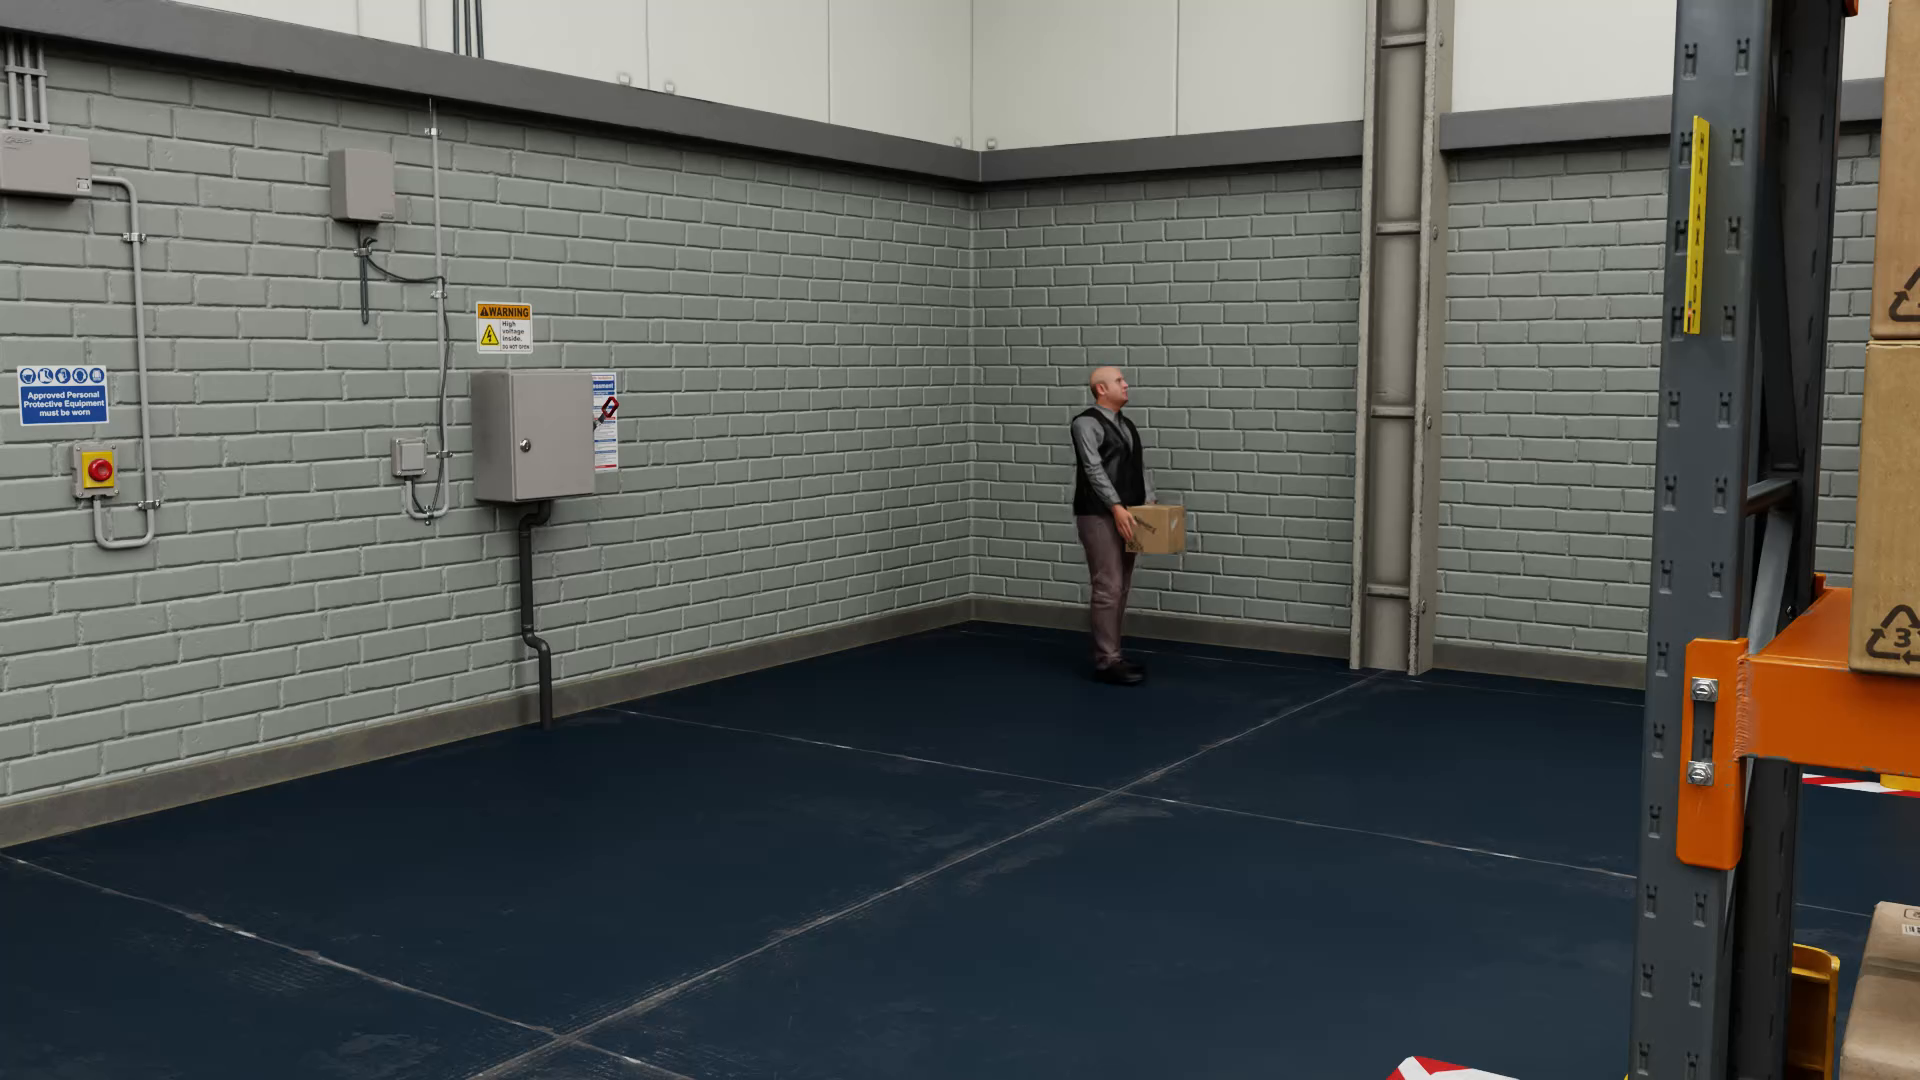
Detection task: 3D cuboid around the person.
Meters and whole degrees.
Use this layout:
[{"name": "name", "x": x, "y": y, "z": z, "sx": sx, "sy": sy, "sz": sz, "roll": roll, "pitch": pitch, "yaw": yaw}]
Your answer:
[{"name": "person", "x": 0.908, "y": -0.100, "z": 9.245, "sx": 0.537, "sy": 1.726, "sz": 0.554, "roll": 5, "pitch": 8, "yaw": 36}]
